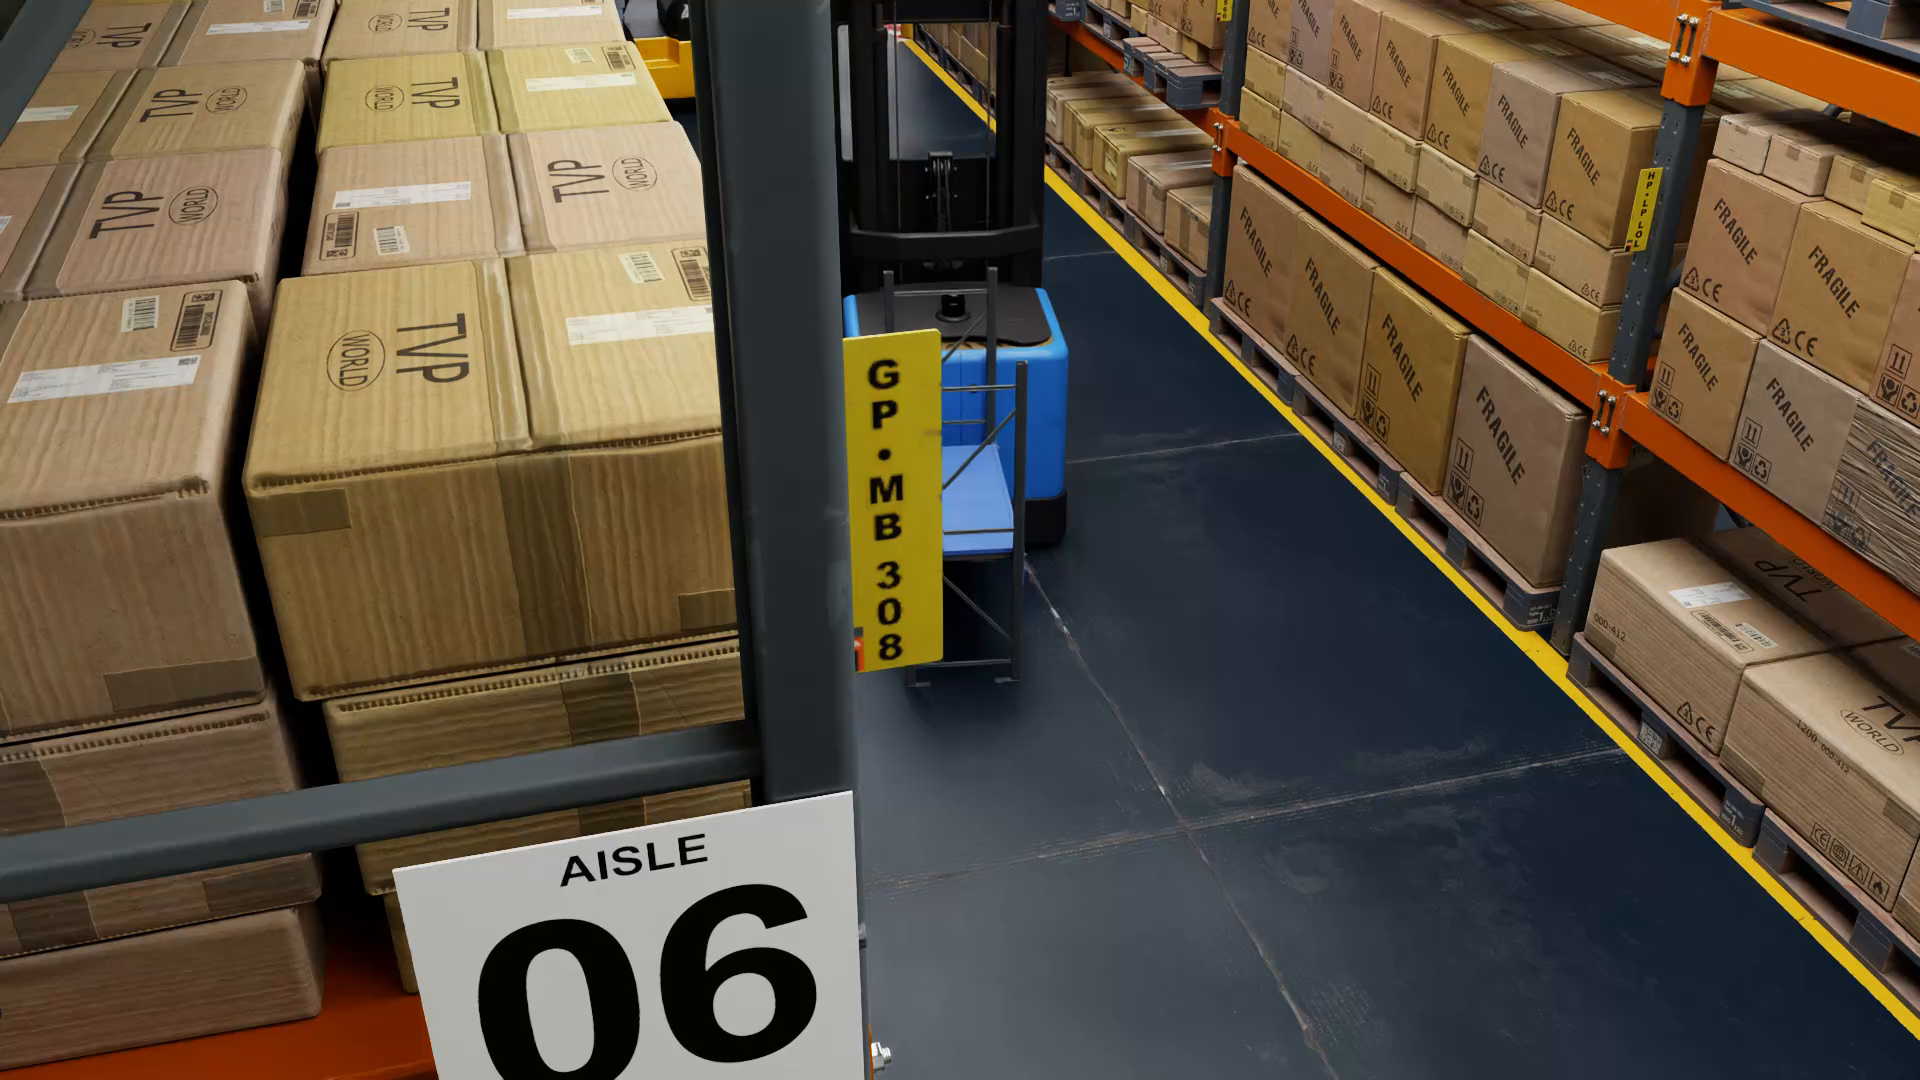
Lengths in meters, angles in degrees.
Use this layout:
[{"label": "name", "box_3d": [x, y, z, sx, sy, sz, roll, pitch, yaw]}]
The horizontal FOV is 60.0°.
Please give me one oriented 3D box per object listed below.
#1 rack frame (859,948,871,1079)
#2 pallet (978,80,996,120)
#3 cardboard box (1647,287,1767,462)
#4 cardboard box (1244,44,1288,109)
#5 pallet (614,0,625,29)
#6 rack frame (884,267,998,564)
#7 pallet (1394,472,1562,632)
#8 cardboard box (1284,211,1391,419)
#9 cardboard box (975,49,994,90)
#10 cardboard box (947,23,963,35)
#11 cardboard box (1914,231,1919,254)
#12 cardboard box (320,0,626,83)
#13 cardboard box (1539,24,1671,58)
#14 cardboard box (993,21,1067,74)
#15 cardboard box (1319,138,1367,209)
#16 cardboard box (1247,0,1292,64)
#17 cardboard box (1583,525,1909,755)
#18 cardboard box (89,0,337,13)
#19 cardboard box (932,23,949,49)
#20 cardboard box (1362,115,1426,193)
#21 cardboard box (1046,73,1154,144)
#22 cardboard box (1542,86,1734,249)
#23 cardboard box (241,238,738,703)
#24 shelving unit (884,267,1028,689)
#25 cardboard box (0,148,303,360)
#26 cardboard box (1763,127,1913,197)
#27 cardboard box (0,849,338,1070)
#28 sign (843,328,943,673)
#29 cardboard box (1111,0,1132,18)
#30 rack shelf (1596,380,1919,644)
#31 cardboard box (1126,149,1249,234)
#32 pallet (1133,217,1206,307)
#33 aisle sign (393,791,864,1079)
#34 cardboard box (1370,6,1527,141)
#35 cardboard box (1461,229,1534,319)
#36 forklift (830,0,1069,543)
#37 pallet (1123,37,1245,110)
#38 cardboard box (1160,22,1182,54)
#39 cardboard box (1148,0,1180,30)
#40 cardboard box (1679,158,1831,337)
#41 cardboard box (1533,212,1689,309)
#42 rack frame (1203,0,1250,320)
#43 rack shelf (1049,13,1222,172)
[{"label": "rack frame", "box_3d": [-0.587, 1.723, 2.278, 1.000, 3.000, 0.127, -8, 31, -13]}, {"label": "pallet", "box_3d": [0.800, -3.847, 14.686, 1.003, 0.211, 1.213, -8, 31, -13]}, {"label": "cardboard box", "box_3d": [3.008, -0.652, 6.283, 0.500, 0.500, 0.500, -7, 31, -12]}, {"label": "cardboard box", "box_3d": [1.970, -2.676, 9.530, 0.500, 0.250, 0.500, -8, 31, -14]}, {"label": "pallet", "box_3d": [-1.755, -1.750, 5.472, 1.213, 0.211, 1.003, -8, 31, -13]}, {"label": "rack frame", "box_3d": [-0.085, -0.536, 7.679, 0.500, 1.500, 0.032, -3, 30, -5]}, {"label": "pallet", "box_3d": [2.858, -0.026, 8.085, 1.003, 0.211, 1.213, -8, 31, -13]}, {"label": "cardboard box", "box_3d": [2.410, -1.289, 9.184, 0.875, 0.875, 0.875, -7, 31, -13]}, {"label": "cardboard box", "box_3d": [0.445, -4.232, 14.892, 0.500, 0.250, 0.500, -9, 31, -15]}, {"label": "cardboard box", "box_3d": [0.173, -5.049, 15.556, 0.500, 0.500, 0.500, -7, 31, -12]}, {"label": "cardboard box", "box_3d": [3.211, -0.940, 5.135, 0.380, 0.149, 0.250, -9, 31, -15]}, {"label": "cardboard box", "box_3d": [-0.872, -0.837, 3.061, 0.500, 0.250, 0.500, -7, 31, -12]}, {"label": "cardboard box", "box_3d": [3.003, -2.082, 7.754, 0.500, 0.500, 0.500, -9, 31, -15]}, {"label": "cardboard box", "box_3d": [0.596, -4.301, 14.263, 0.500, 0.500, 0.500, -8, 31, -14]}, {"label": "cardboard box", "box_3d": [2.248, -1.968, 8.805, 0.500, 0.250, 0.500, -7, 31, -12]}, {"label": "cardboard box", "box_3d": [1.969, -3.008, 9.354, 0.500, 0.500, 0.500, -9, 31, -15]}, {"label": "cardboard box", "box_3d": [3.199, 0.374, 6.748, 0.875, 0.438, 0.875, -8, 31, -14]}, {"label": "cardboard box", "box_3d": [-1.505, -1.017, 3.372, 0.500, 0.250, 0.500, -8, 31, -14]}, {"label": "cardboard box", "box_3d": [0.026, -4.984, 16.192, 0.500, 0.250, 0.500, -7, 31, -11]}, {"label": "cardboard box", "box_3d": [2.349, -1.937, 8.253, 0.500, 0.250, 0.500, -7, 31, -12]}, {"label": "cardboard box", "box_3d": [1.154, -3.526, 13.551, 0.950, 0.372, 0.625, -7, 31, -13]}, {"label": "cardboard box", "box_3d": [2.775, -1.529, 6.799, 0.500, 0.500, 0.500, -7, 31, -12]}, {"label": "cardboard box", "box_3d": [-0.463, -0.103, 1.793, 0.500, 0.250, 0.500, -8, 31, -14]}, {"label": "shelving unit", "box_3d": [-0.036, -0.283, 7.241, 0.538, 1.500, 1.048, -3, 30, -5]}, {"label": "cardboard box", "box_3d": [-1.112, -0.284, 2.106, 0.500, 0.250, 0.500, -9, 31, -15]}, {"label": "cardboard box", "box_3d": [3.053, -1.319, 5.788, 0.380, 0.149, 0.250, -7, 31, -13]}, {"label": "cardboard box", "box_3d": [-0.895, 0.410, 1.804, 0.380, 0.149, 0.250, -7, 31, -12]}, {"label": "sign", "box_3d": [-0.064, -0.025, 1.433, 0.100, 0.325, 0.005, -8, 31, -13]}, {"label": "cardboard box", "box_3d": [1.272, -3.740, 11.549, 0.380, 0.149, 0.250, -9, 31, -15]}, {"label": "rack shelf", "box_3d": [3.666, 0.407, 5.271, 1.077, 0.370, 4.000, -8, 31, -13]}, {"label": "cardboard box", "box_3d": [1.730, -2.476, 11.738, 0.950, 0.372, 0.625, -8, 31, -14]}, {"label": "pallet", "box_3d": [1.868, -1.973, 11.448, 1.003, 0.211, 1.213, -8, 31, -13]}, {"label": "aisle sign", "box_3d": [-0.286, 0.592, 1.638, 0.394, 0.787, 0.004, -8, 31, -13]}, {"label": "cardboard box", "box_3d": [2.363, -2.273, 8.085, 0.500, 0.500, 0.500, -7, 31, -12]}, {"label": "cardboard box", "box_3d": [2.639, -1.235, 7.539, 0.500, 0.250, 0.500, -8, 31, -14]}, {"label": "forklift", "box_3d": [-0.140, -1.930, 8.659, 1.130, 2.935, 3.031, -3, 30, -5]}, {"label": "pallet", "box_3d": [1.782, -3.049, 10.715, 1.213, 0.211, 1.003, -8, 31, -13]}, {"label": "cardboard box", "box_3d": [1.509, -3.238, 10.681, 0.380, 0.149, 0.250, -8, 31, -14]}, {"label": "cardboard box", "box_3d": [1.537, -3.587, 10.637, 0.500, 0.500, 0.500, -8, 31, -14]}, {"label": "cardboard box", "box_3d": [3.028, -1.084, 6.031, 0.500, 0.500, 0.500, -8, 31, -13]}, {"label": "cardboard box", "box_3d": [2.784, -1.202, 6.984, 0.500, 0.250, 0.500, -8, 31, -13]}, {"label": "rack frame", "box_3d": [2.074, -2.802, 10.097, 1.000, 3.000, 0.127, -8, 31, -13]}, {"label": "rack shelf", "box_3d": [1.543, -3.457, 11.946, 1.077, 0.370, 4.000, -8, 31, -13]}]
